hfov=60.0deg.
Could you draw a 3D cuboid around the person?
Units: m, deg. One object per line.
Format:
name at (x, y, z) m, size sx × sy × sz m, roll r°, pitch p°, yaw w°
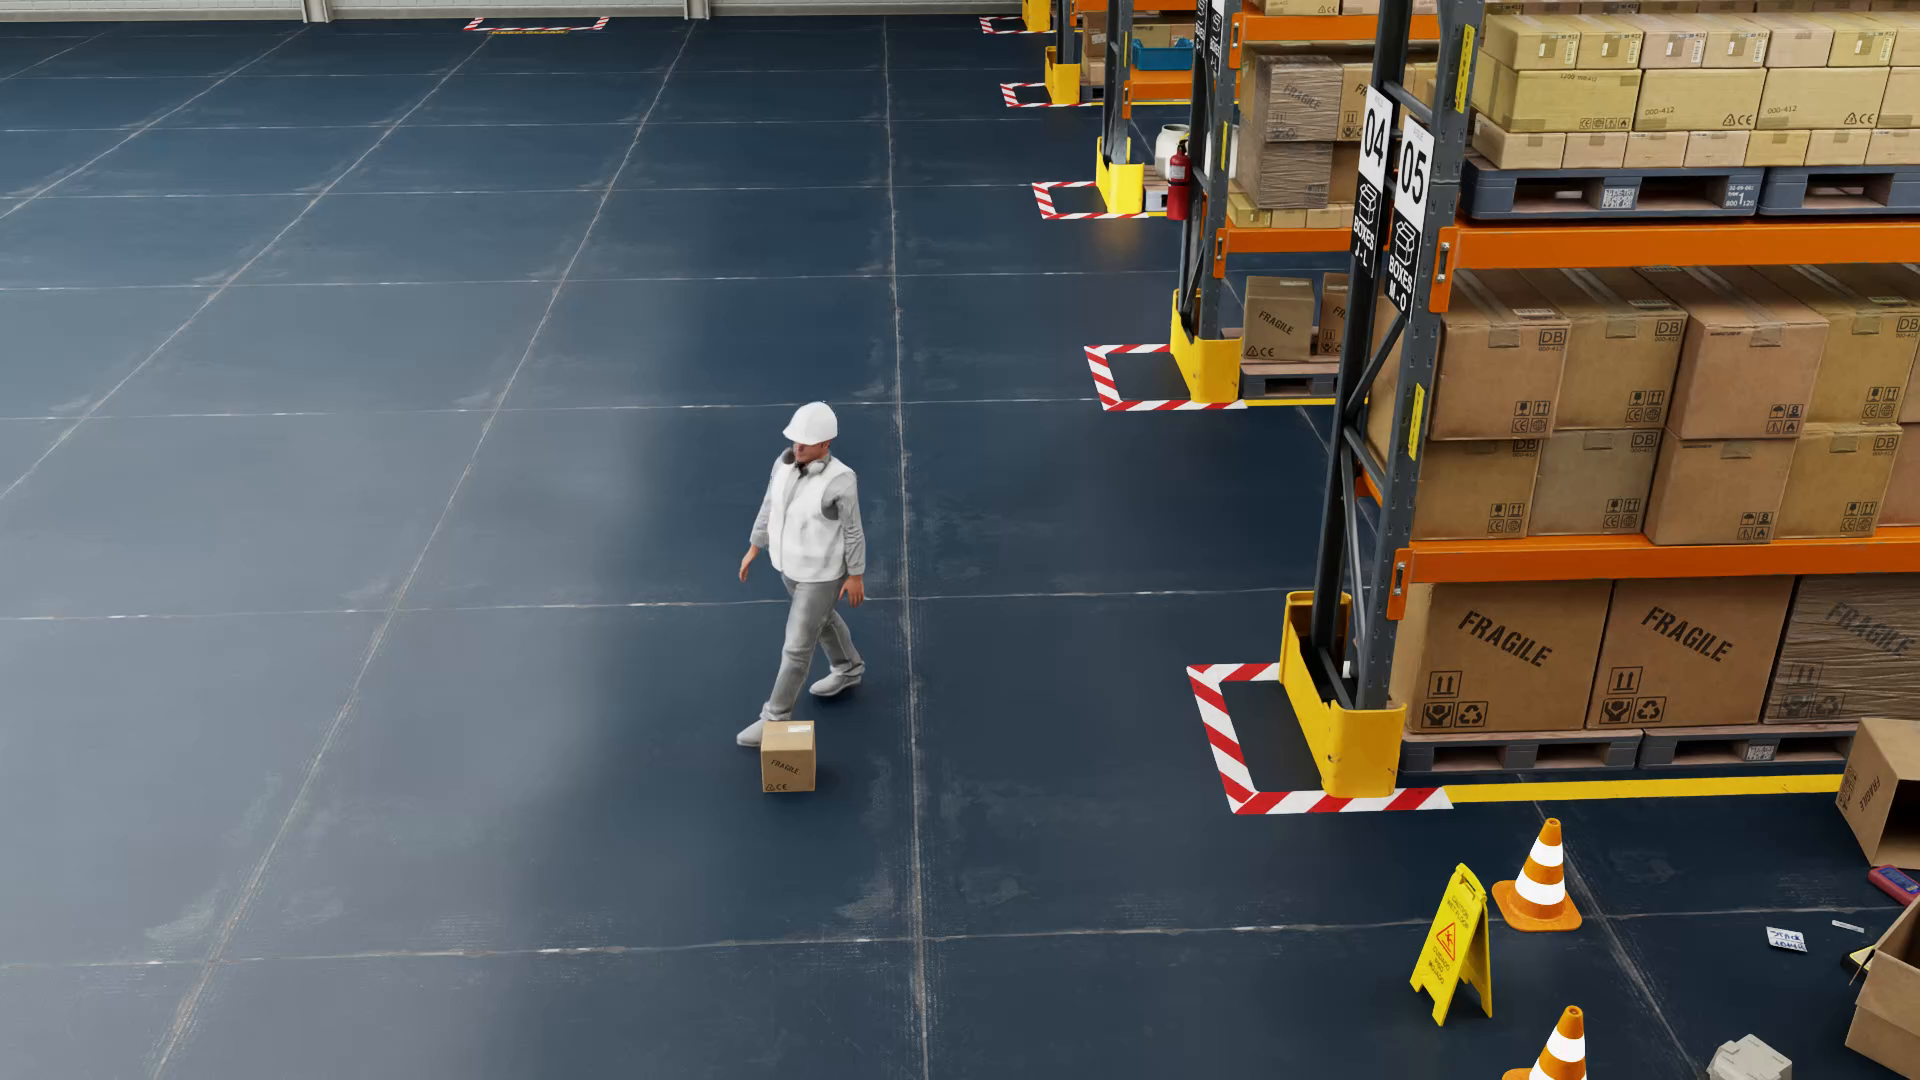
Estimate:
person at (-0.847, 0.142, 8.295) m, size 0.920 × 1.724 × 0.576 m, roll -23°, pitch 35°, yaw -37°
